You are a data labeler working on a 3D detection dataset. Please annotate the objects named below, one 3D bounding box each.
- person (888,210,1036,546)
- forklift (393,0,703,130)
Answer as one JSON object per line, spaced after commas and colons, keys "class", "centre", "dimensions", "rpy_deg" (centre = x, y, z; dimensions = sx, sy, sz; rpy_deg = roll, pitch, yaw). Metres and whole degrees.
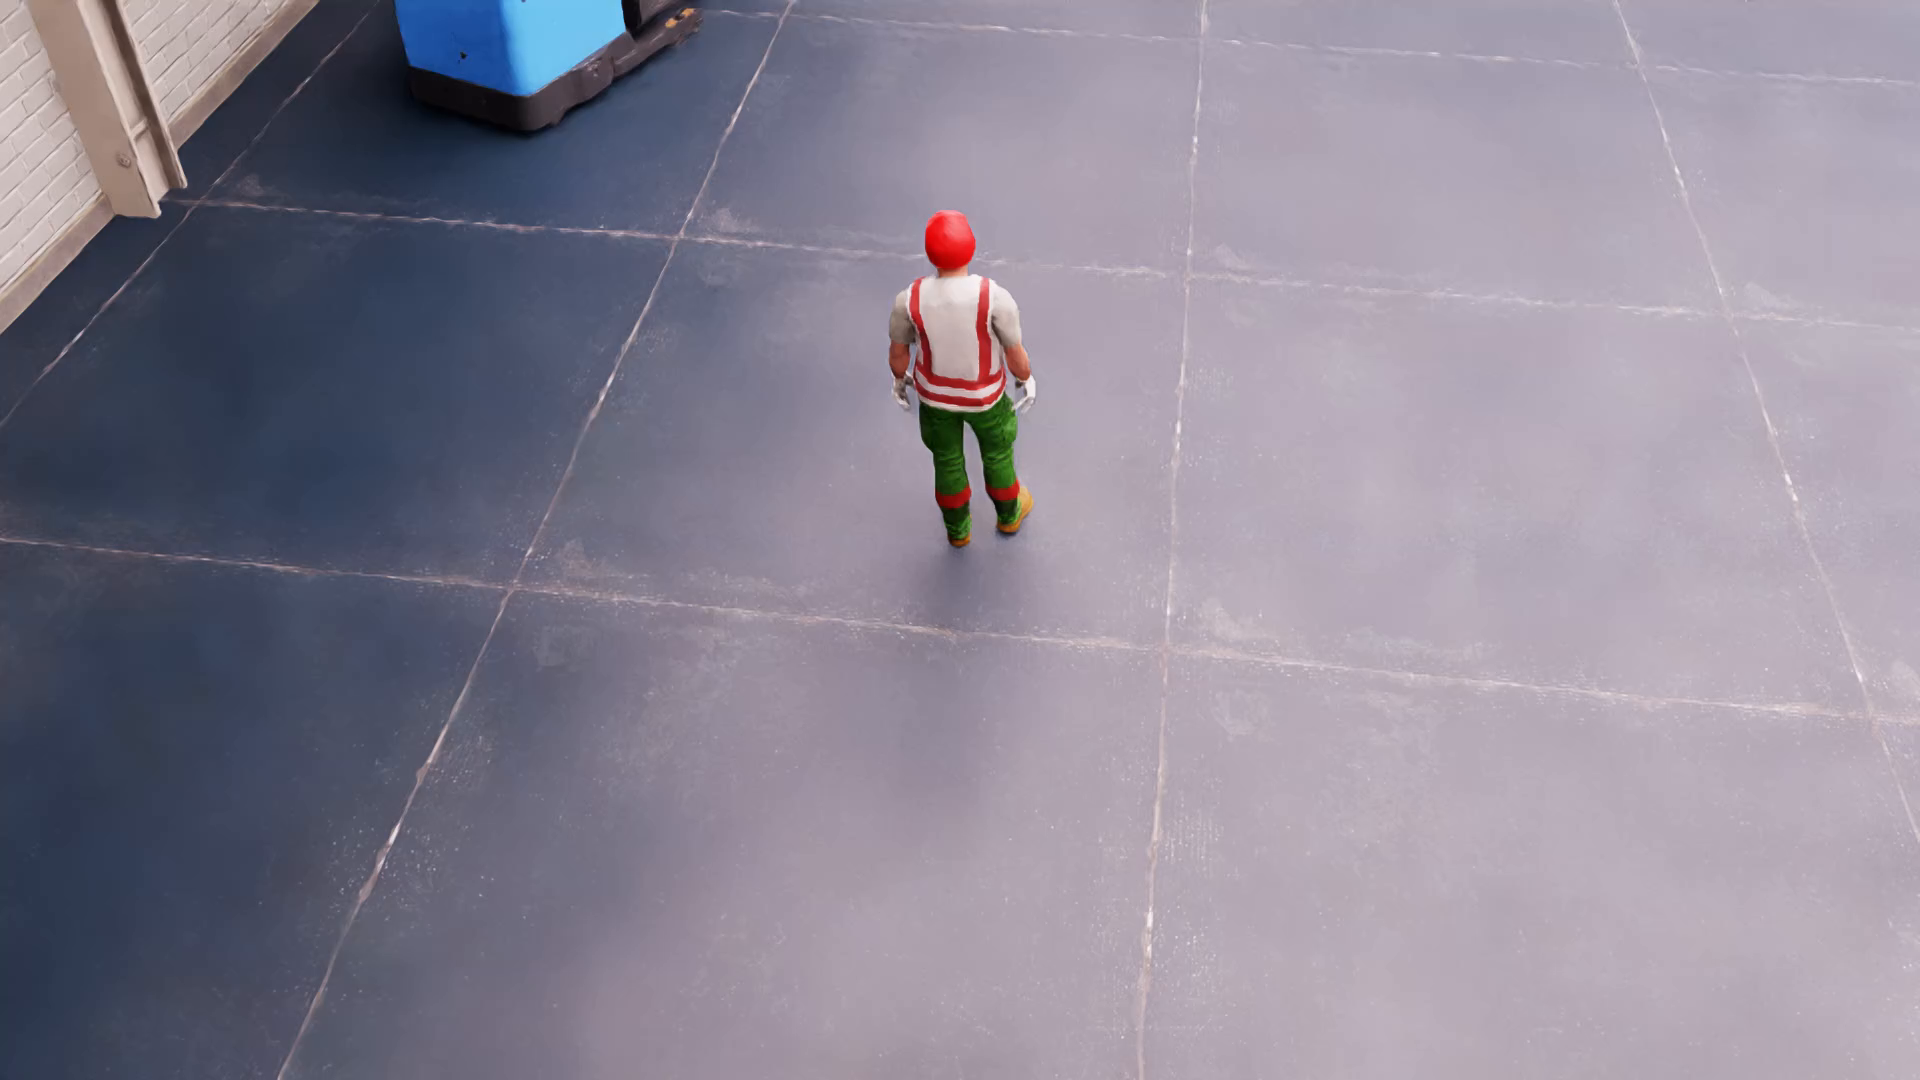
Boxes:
{"class": "person", "centre": [0.022, -0.717, 7.338], "dimensions": [0.637, 1.787, 0.563], "rpy_deg": [5, 43, 6]}
{"class": "forklift", "centre": [-2.483, -4.692, 10.832], "dimensions": [1.130, 2.935, 3.031], "rpy_deg": [19, 46, 20]}
